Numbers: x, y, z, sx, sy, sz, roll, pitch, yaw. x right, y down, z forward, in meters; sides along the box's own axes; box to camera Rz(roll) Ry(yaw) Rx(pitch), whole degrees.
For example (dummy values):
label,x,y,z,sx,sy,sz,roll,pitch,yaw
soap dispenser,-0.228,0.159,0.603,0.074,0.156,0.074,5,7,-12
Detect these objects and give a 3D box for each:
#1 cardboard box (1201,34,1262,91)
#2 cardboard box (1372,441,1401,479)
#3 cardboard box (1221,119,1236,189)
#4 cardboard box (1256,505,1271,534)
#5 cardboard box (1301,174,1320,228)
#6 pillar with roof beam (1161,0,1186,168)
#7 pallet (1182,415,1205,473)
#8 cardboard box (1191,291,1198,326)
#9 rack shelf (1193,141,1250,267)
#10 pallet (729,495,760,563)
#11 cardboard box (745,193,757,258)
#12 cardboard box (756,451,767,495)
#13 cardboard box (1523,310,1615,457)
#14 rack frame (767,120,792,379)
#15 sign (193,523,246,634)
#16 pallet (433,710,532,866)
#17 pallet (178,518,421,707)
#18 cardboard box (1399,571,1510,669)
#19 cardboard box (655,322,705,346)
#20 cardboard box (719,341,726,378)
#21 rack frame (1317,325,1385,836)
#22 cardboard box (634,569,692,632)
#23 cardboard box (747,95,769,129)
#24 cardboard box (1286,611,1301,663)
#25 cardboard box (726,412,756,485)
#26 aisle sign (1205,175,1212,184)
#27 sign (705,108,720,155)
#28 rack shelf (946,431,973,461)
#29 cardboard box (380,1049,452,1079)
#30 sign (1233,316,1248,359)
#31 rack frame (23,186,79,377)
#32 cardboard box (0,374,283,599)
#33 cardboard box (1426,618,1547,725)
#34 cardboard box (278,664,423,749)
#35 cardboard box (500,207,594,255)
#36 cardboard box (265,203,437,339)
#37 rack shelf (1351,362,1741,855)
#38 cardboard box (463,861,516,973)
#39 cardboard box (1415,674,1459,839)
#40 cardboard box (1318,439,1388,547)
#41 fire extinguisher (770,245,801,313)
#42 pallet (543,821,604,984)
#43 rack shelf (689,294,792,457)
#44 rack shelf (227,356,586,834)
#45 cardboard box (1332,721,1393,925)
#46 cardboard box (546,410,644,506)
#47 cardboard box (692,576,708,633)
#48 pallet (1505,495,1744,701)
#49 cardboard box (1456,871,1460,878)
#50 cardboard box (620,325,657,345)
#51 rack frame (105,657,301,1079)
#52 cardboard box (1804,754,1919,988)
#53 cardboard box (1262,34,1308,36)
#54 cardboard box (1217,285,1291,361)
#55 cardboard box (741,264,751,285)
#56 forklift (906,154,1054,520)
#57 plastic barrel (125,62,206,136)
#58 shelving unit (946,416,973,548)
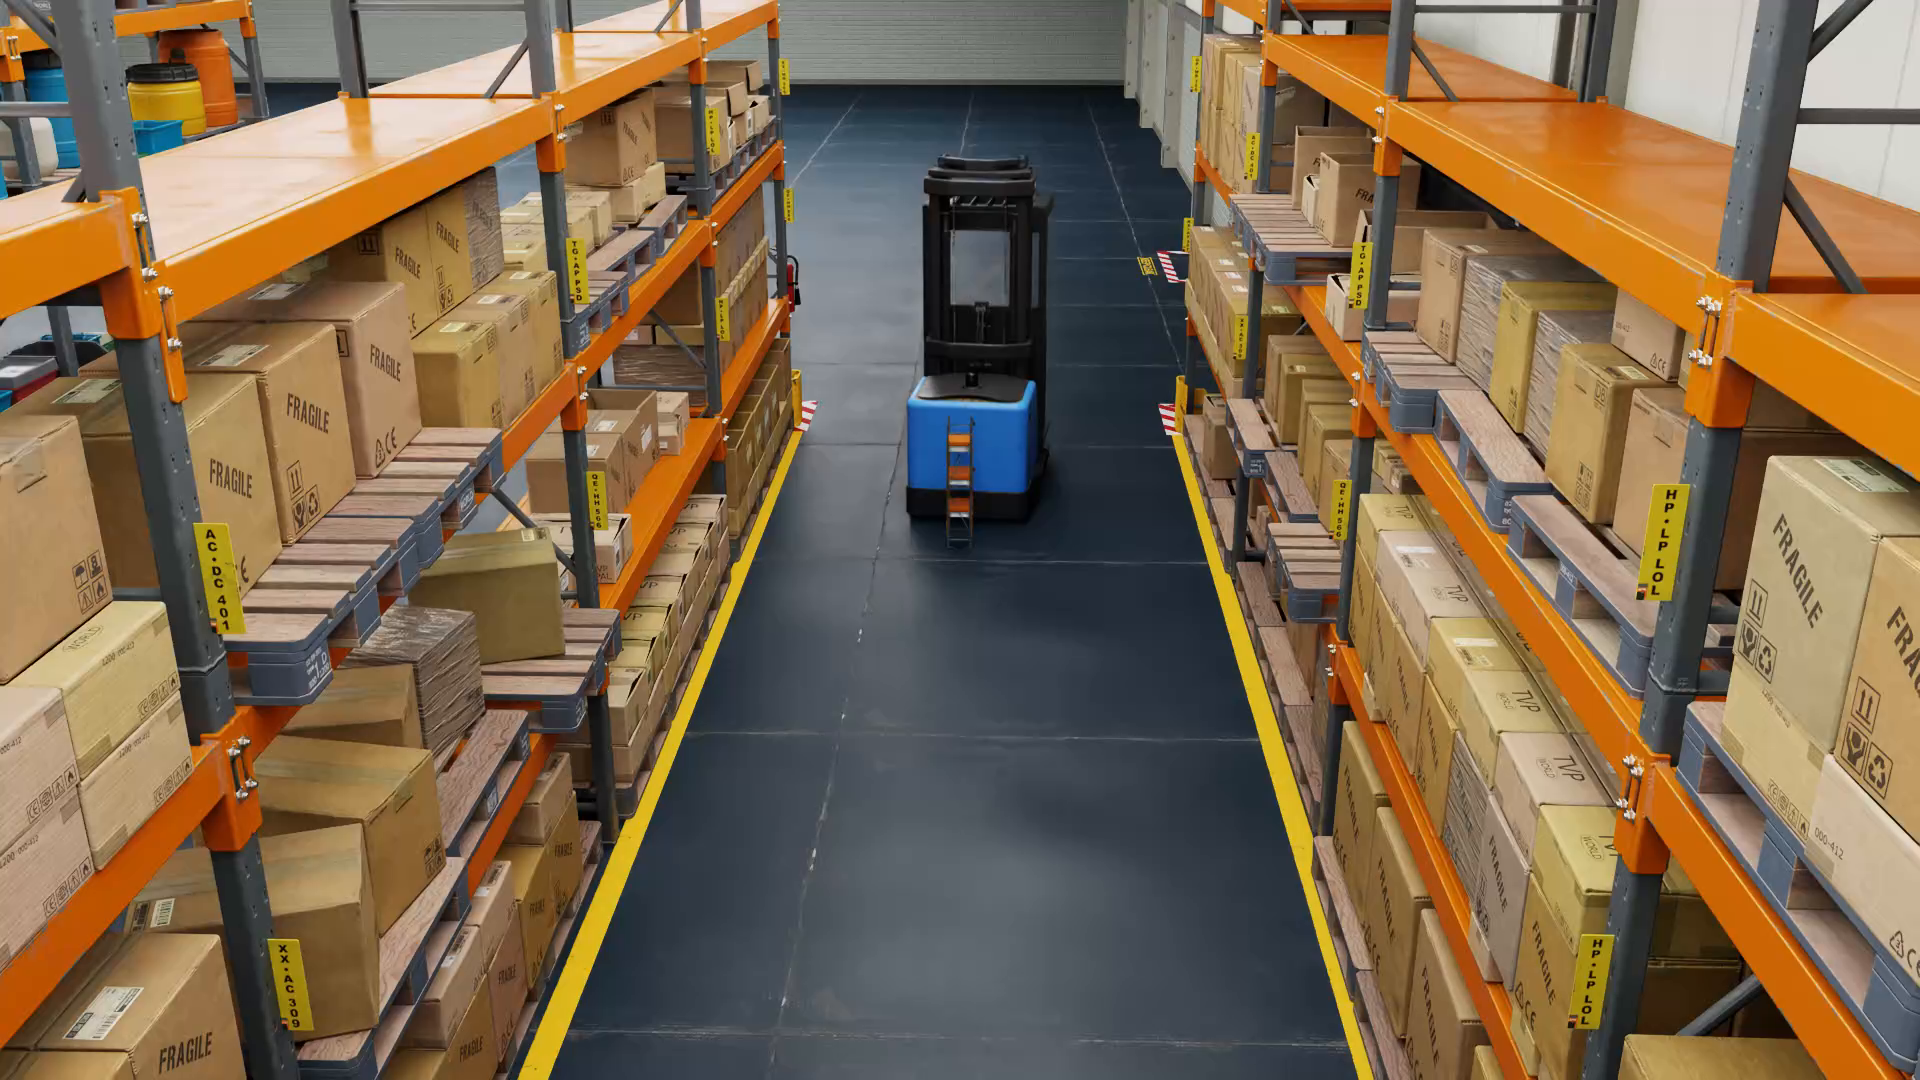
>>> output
label,x,y,z,sx,sy,sz,roll,pitch,yaw
cardboard box,2.497,-4.326,15.129,0.500,0.500,0.500,-1,21,-2
cardboard box,2.484,-0.445,9.179,0.380,0.149,0.250,-3,21,-7
cardboard box,2.405,-3.119,13.401,0.500,0.500,0.500,0,21,0
cardboard box,2.616,-0.173,13.431,0.380,0.166,0.250,-2,21,-5
cardboard box,2.515,-2.229,10.816,0.500,0.311,0.500,1,21,3
pillar with roof beam,-0.160,-11.632,31.360,9.100,9.000,0.400,1,21,2
pallet,2.689,-0.921,15.904,1.003,0.211,1.213,1,21,2
cardboard box,2.418,-2.120,15.320,0.500,0.250,0.500,0,21,0
rack shelf,2.691,-2.882,13.950,1.077,0.370,4.000,1,21,2
pallet,-2.255,-0.136,13.880,1.003,0.211,1.213,1,21,2
cardboard box,-2.239,-2.868,15.136,0.700,0.500,0.500,0,21,0
cardboard box,-1.964,-0.588,14.413,0.500,0.250,0.500,1,21,2
cardboard box,2.555,-0.552,6.206,0.700,0.500,0.500,1,21,2
rack frame,-2.200,-2.595,16.363,1.000,3.000,0.127,1,21,2
sign,-2.022,0.108,4.537,0.100,0.325,0.005,1,21,2
pallet,-2.498,1.090,7.131,1.003,0.211,1.213,1,21,2
pallet,-2.475,0.198,5.278,1.213,0.211,1.003,1,21,2
cardboard box,2.210,0.343,7.178,0.500,0.250,0.500,1,21,2
cardboard box,-2.120,-1.593,12.746,0.380,0.149,0.250,1,21,2
cardboard box,-2.305,-1.547,13.523,0.700,0.500,0.500,0,21,1
rack frame,2.508,0.351,8.772,1.000,3.000,0.127,1,21,2
cardboard box,-2.093,0.376,11.152,0.500,0.311,0.500,0,21,1
cardboard box,-1.971,-3.765,14.666,0.500,0.250,0.500,1,21,2
cardboard box,2.603,0.502,11.228,0.700,0.500,0.500,1,21,2
cardboard box,-1.987,-0.757,13.811,0.500,0.500,0.500,1,21,2
aisle sign,2.454,-3.783,15.832,0.394,0.787,0.004,1,21,2
sign,-1.779,-2.932,11.937,0.100,0.325,0.005,1,21,2
rack shelf,-0.002,-0.725,13.484,0.215,0.259,0.240,1,21,2
cardboard box,-2.301,2.339,6.495,0.500,0.500,0.500,1,21,2
sign,2.087,-1.502,12.351,0.100,0.325,0.005,1,21,2
rack frame,-7.272,-1.205,12.780,1.000,3.000,0.127,1,21,2
cardboard box,-2.476,-0.125,4.994,0.600,0.600,0.600,-1,21,-3
cardboard box,2.201,0.528,6.702,0.500,0.250,0.500,0,21,1
cardboard box,-2.573,0.862,6.735,0.700,0.500,0.500,-5,22,-12
cardboard box,-2.459,-1.788,9.763,0.500,0.250,0.500,0,21,1
cardboard box,-2.494,-1.087,6.810,0.500,0.500,0.500,1,21,2
rack shelf,2.448,0.011,6.495,1.077,0.370,4.000,1,21,2
cardboard box,-2.261,1.639,7.261,0.500,0.250,0.500,0,21,1
cardboard box,2.188,0.886,6.815,0.500,0.500,0.500,1,21,3
cardboard box,2.503,-0.273,9.634,0.700,0.500,0.500,-1,21,-3
fire extinguisher,-1.732,-2.596,16.474,0.296,0.674,0.183,1,21,2
pallet,-2.504,1.867,8.718,1.003,0.211,1.213,1,21,2
rack shelf,-2.261,-1.536,14.630,1.077,0.370,4.000,1,21,2
rack shelf,-2.504,-0.042,6.632,1.077,0.370,4.000,1,21,2
cardboard box,2.355,1.422,8.403,0.750,0.750,0.750,0,21,1
cardboard box,-2.392,-0.546,10.945,0.500,0.500,0.500,1,21,2
cardboard box,-2.077,0.458,11.715,0.500,0.250,0.500,1,21,3
pallet,2.365,0.156,5.392,0.805,0.209,1.217,0,21,-1
cardboard box,2.197,1.321,6.592,0.380,0.149,0.250,0,21,0
cardboard box,-2.527,-1.598,12.760,0.380,0.149,0.250,1,21,2
rack frame,-2.565,1.744,5.181,1.000,3.000,0.127,1,21,2
cardboard box,2.072,0.657,3.324,0.500,0.250,0.500,0,21,0
cardboard box,3.000,-4.304,15.072,0.500,0.500,0.500,2,21,4
cardboard box,2.345,-1.739,13.301,0.500,0.500,0.500,1,21,1
cardboard box,-2.059,-2.336,14.660,0.380,0.149,0.250,1,21,3
forklift,0.251,-2.032,15.008,1.130,2.935,3.031,3,21,7
plastic barrel,-7.058,-3.919,14.789,0.600,0.588,0.600,0,21,0
shelving unit,-0.002,-0.470,13.583,0.215,1.050,0.252,1,21,2
